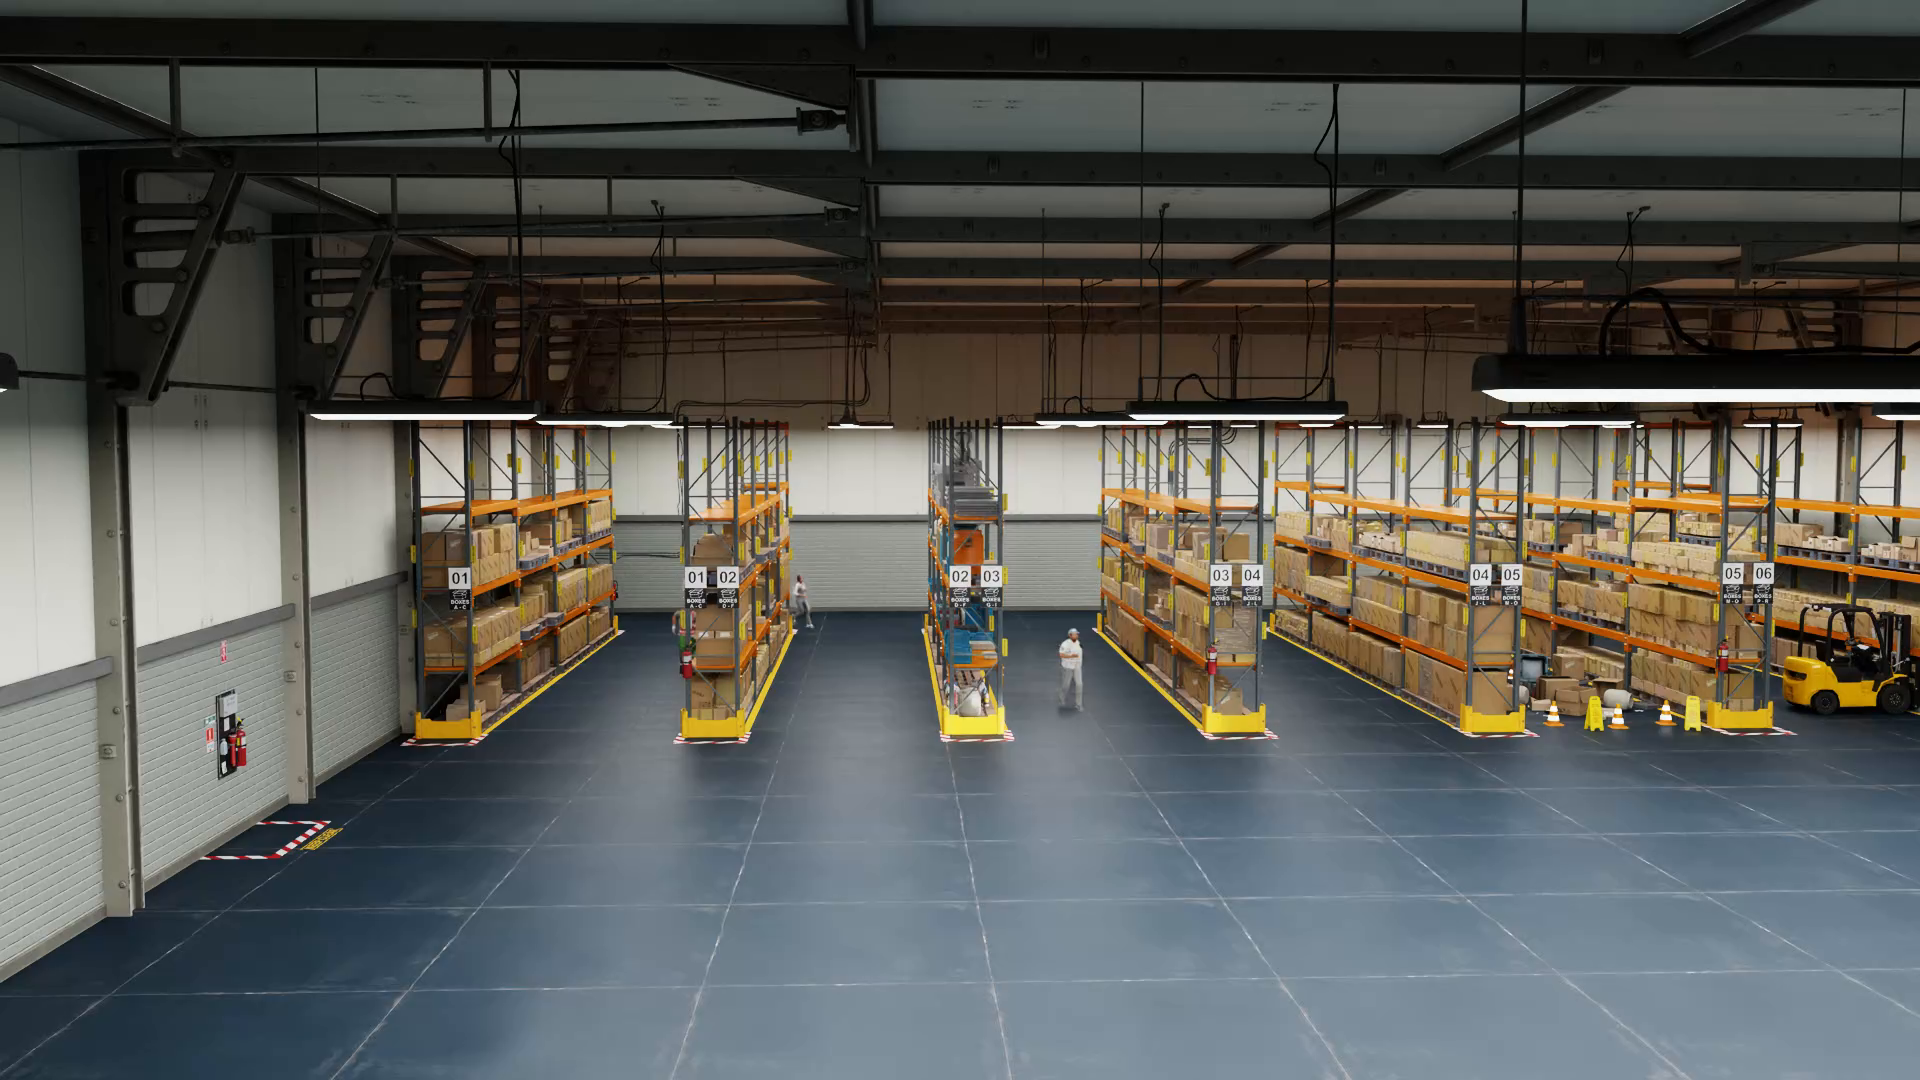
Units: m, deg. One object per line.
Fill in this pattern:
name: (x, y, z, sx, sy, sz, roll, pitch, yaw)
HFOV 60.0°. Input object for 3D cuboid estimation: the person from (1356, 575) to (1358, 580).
person: (11.126, 1.816, 46.992, 0.646, 1.677, 0.671, -1, 4, -8)

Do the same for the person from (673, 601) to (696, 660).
person: (-6.431, 2.279, 39.150, 0.691, 1.786, 0.840, 0, 4, -5)

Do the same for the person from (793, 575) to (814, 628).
person: (-4.671, 1.793, 48.448, 0.786, 1.584, 0.575, 2, 4, 29)

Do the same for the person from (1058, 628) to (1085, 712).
person: (2.257, 2.626, 34.214, 0.582, 1.632, 0.823, -2, 4, -28)
